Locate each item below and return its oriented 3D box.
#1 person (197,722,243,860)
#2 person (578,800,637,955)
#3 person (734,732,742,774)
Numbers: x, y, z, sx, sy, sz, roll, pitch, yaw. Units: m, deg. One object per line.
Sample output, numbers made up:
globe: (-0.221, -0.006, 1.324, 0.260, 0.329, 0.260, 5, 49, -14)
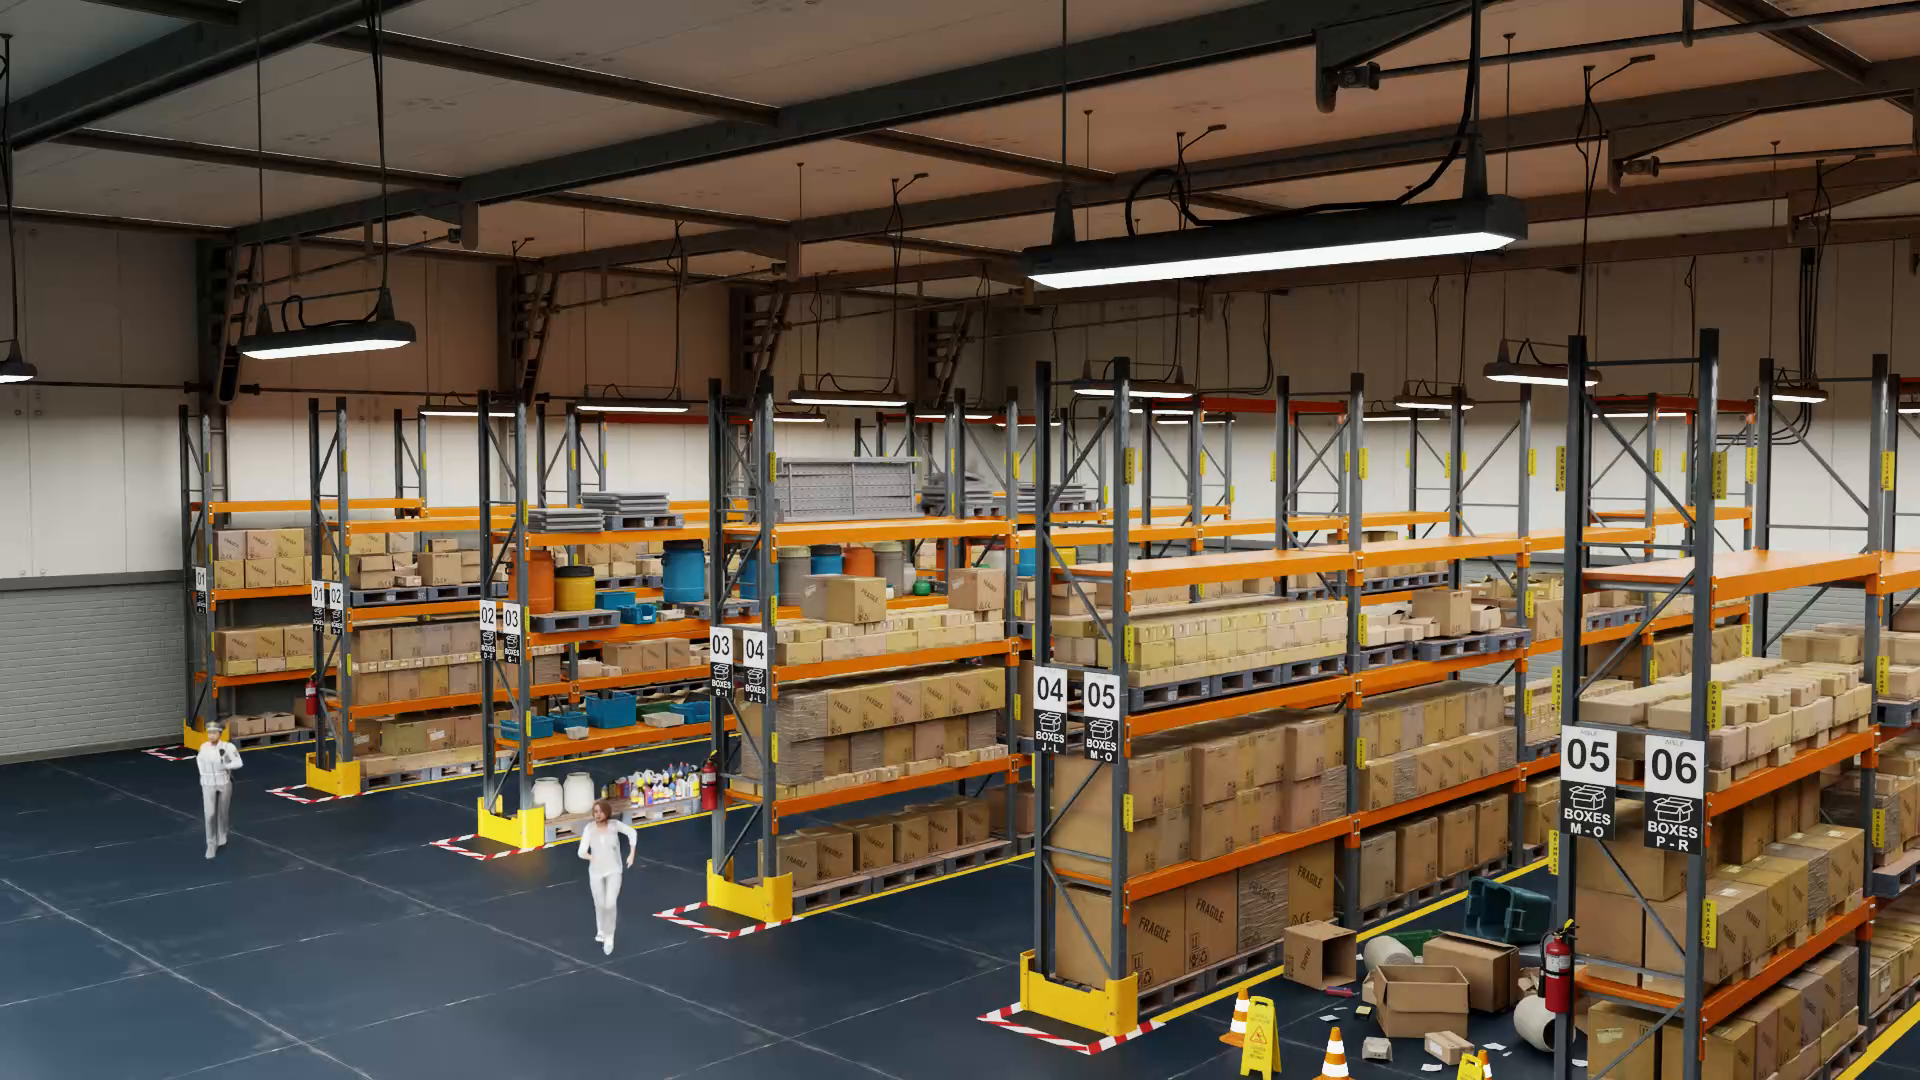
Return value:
person: (-9.555, 3.197, 21.465, 0.585, 1.747, 0.790, -1, 3, -16)
person: (-3.639, 3.457, 17.146, 0.551, 1.587, 0.809, 0, 3, -1)
person: (-3.351, 2.906, 27.060, 0.579, 1.703, 0.879, 2, 4, 39)
